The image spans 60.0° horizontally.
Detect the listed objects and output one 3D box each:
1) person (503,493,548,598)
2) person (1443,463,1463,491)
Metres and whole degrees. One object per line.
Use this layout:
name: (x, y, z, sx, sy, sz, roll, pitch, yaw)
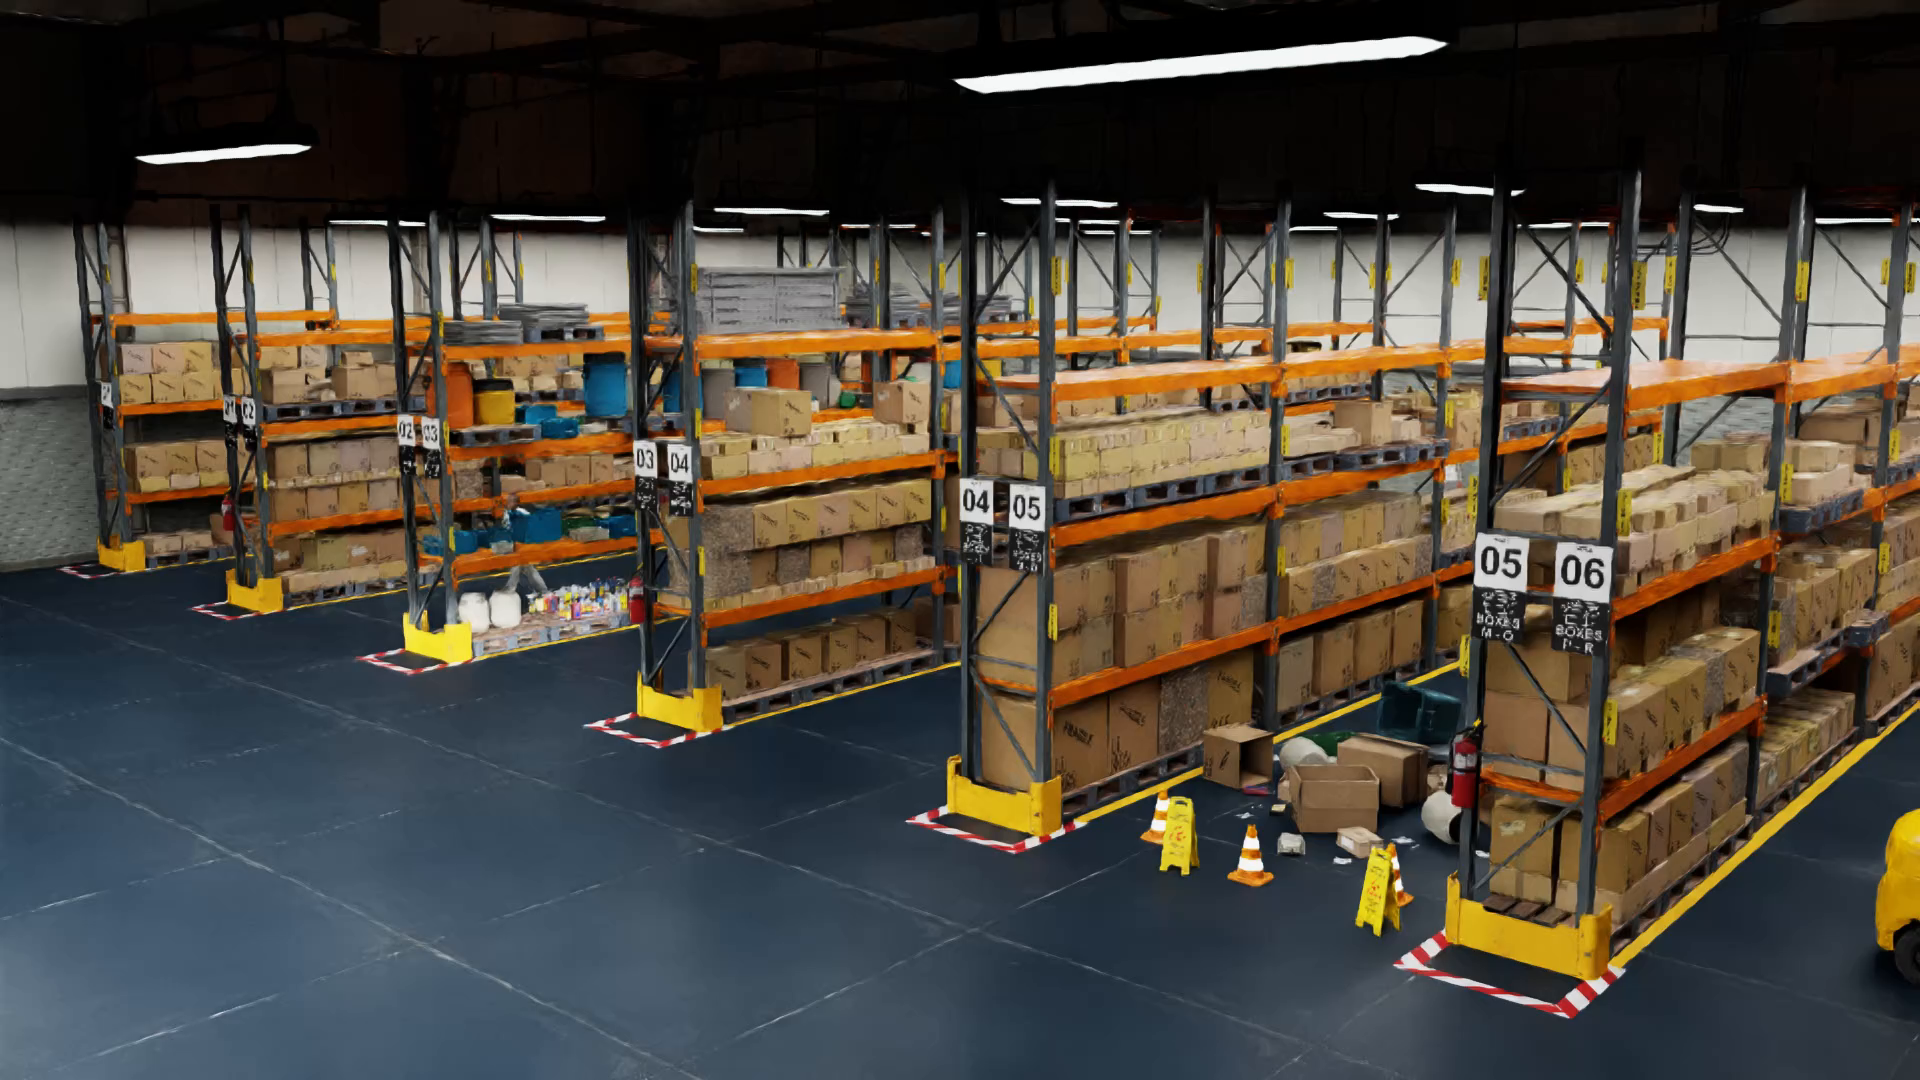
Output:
person: (-6.756, 0.115, 25.303, 0.601, 1.696, 1.185, 8, 12, 39)
person: (9.740, -1.152, 32.839, 0.497, 1.783, 0.637, 1, 10, 5)
